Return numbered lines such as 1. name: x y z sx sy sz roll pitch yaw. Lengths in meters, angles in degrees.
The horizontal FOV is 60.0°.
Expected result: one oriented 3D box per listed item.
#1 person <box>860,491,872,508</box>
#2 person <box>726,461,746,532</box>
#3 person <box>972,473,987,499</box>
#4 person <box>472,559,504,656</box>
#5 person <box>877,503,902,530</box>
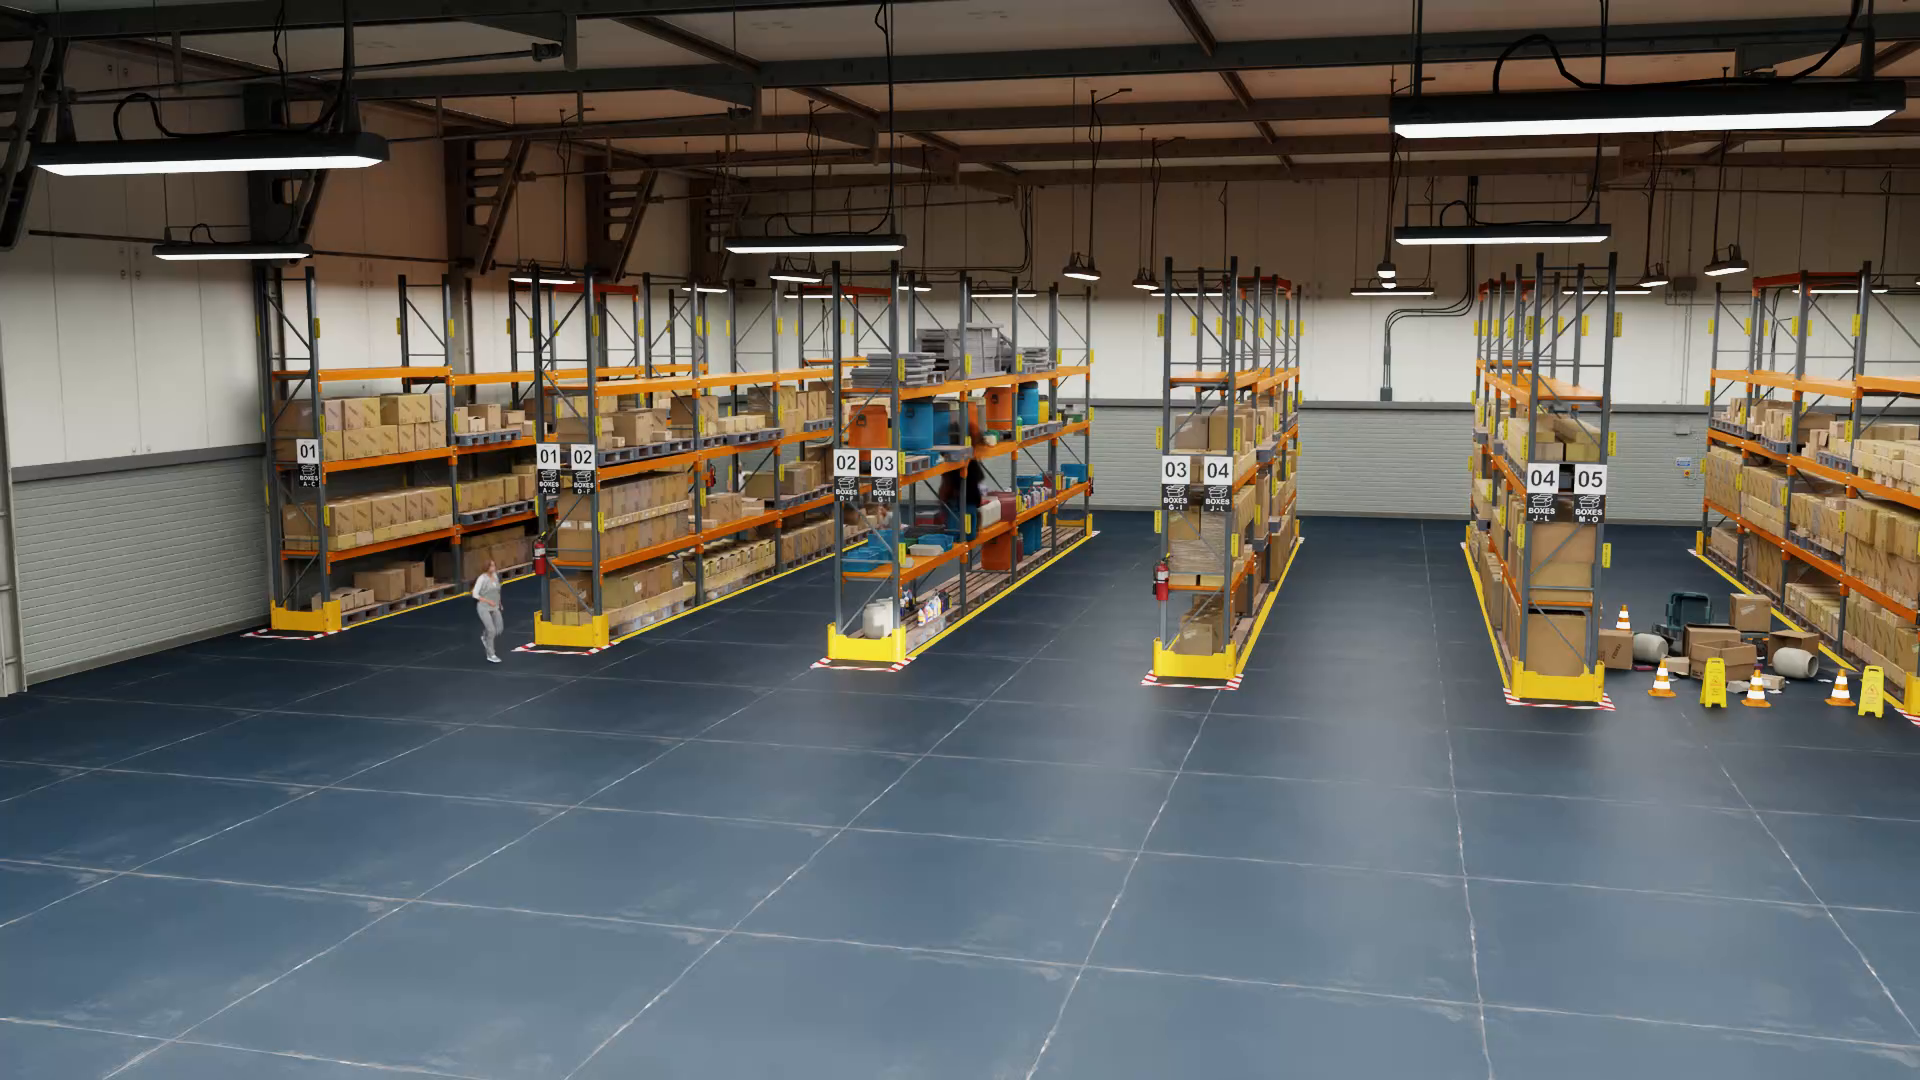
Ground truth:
1. person: -2.392 -1.301 42.988 0.694 1.699 0.636 4 8 30
2. person: -5.484 -1.103 41.411 0.663 1.766 0.654 0 7 3
3. person: 0.373 -0.738 39.011 0.603 1.691 0.672 2 8 17
4. person: -7.111 1.025 25.082 0.545 1.492 0.527 5 9 33
5. person: -1.265 -0.033 32.013 0.556 1.505 0.989 5 9 34
